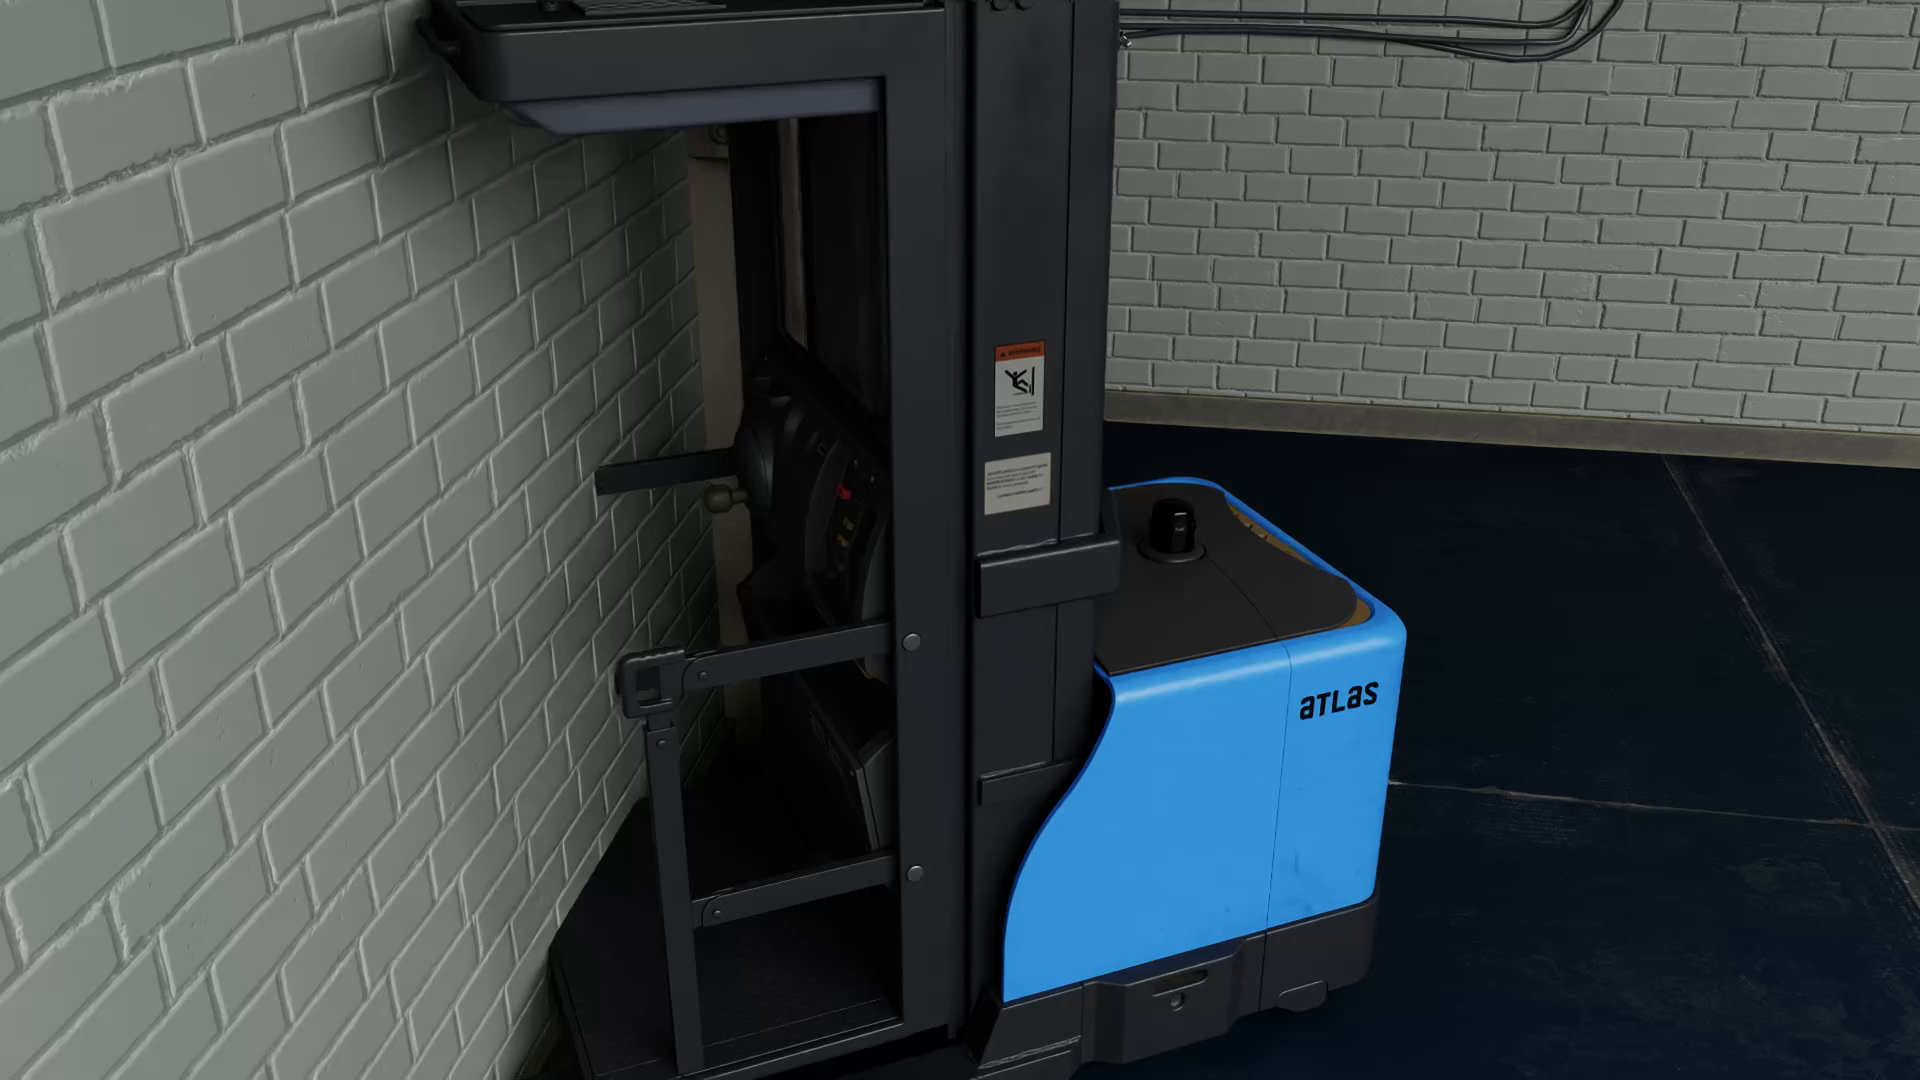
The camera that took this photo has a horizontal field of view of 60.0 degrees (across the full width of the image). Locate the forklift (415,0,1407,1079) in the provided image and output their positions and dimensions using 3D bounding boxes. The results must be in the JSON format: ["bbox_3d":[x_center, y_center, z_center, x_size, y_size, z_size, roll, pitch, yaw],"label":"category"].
[{"bbox_3d":[-0.514,-0.124,3.557,3.031,2.935,1.130,-10,27,-20],"label":"forklift"}]

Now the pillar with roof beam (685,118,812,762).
[{"bbox_3d":[3.691,-3.158,2.881,9.100,9.000,0.400,4,25,9],"label":"pillar with roof beam"}]

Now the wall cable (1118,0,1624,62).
[{"bbox_3d":[1.230,-3.190,6.613,3.097,2.526,0.112,4,25,9],"label":"wall cable"}]
